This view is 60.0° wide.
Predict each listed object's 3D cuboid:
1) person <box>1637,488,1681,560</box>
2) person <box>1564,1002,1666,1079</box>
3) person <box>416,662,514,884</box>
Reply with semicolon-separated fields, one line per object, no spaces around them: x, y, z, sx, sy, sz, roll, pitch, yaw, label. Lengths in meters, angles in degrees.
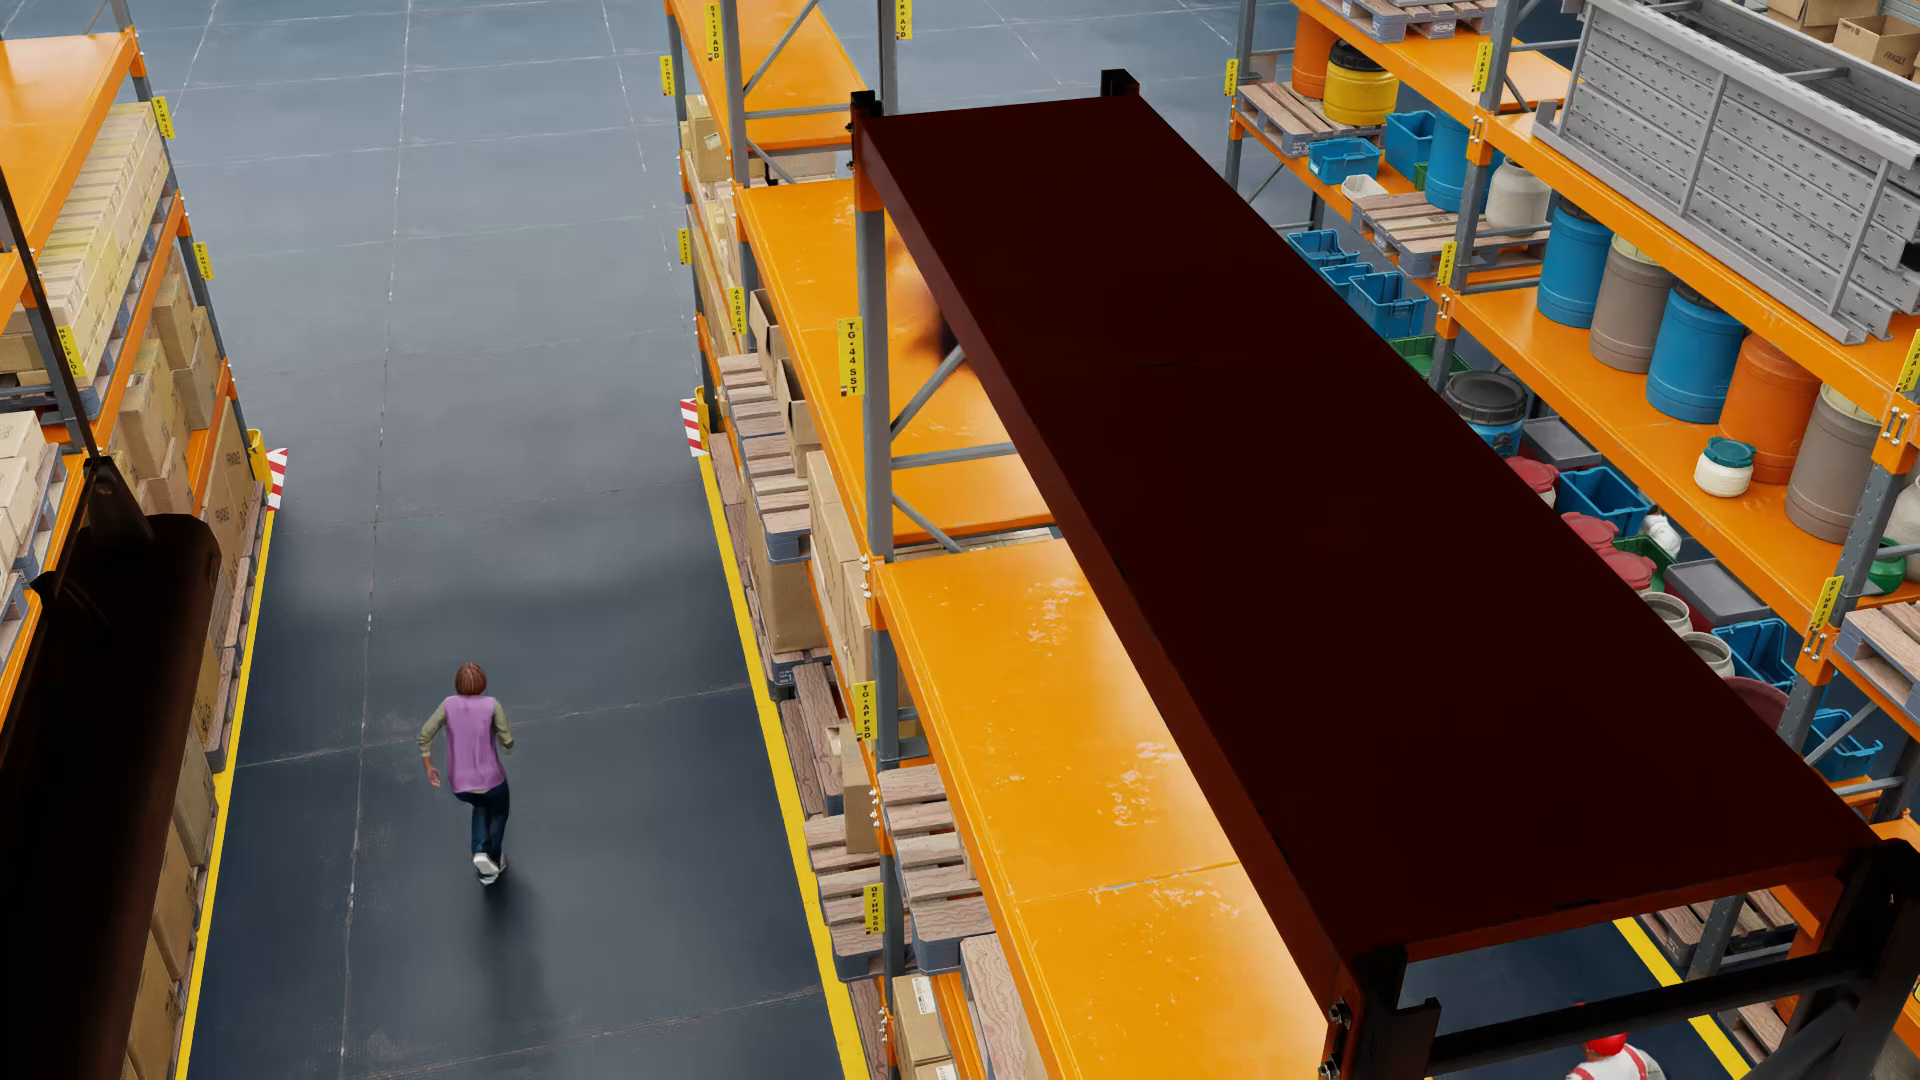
4.955;0.344;12.150;0.580;1.647;0.684;-16;37;-21;person
3.148;3.026;8.169;0.664;1.716;0.699;-20;39;-26;person
-3.112;1.508;10.625;0.563;1.436;0.780;-3;35;-4;person
